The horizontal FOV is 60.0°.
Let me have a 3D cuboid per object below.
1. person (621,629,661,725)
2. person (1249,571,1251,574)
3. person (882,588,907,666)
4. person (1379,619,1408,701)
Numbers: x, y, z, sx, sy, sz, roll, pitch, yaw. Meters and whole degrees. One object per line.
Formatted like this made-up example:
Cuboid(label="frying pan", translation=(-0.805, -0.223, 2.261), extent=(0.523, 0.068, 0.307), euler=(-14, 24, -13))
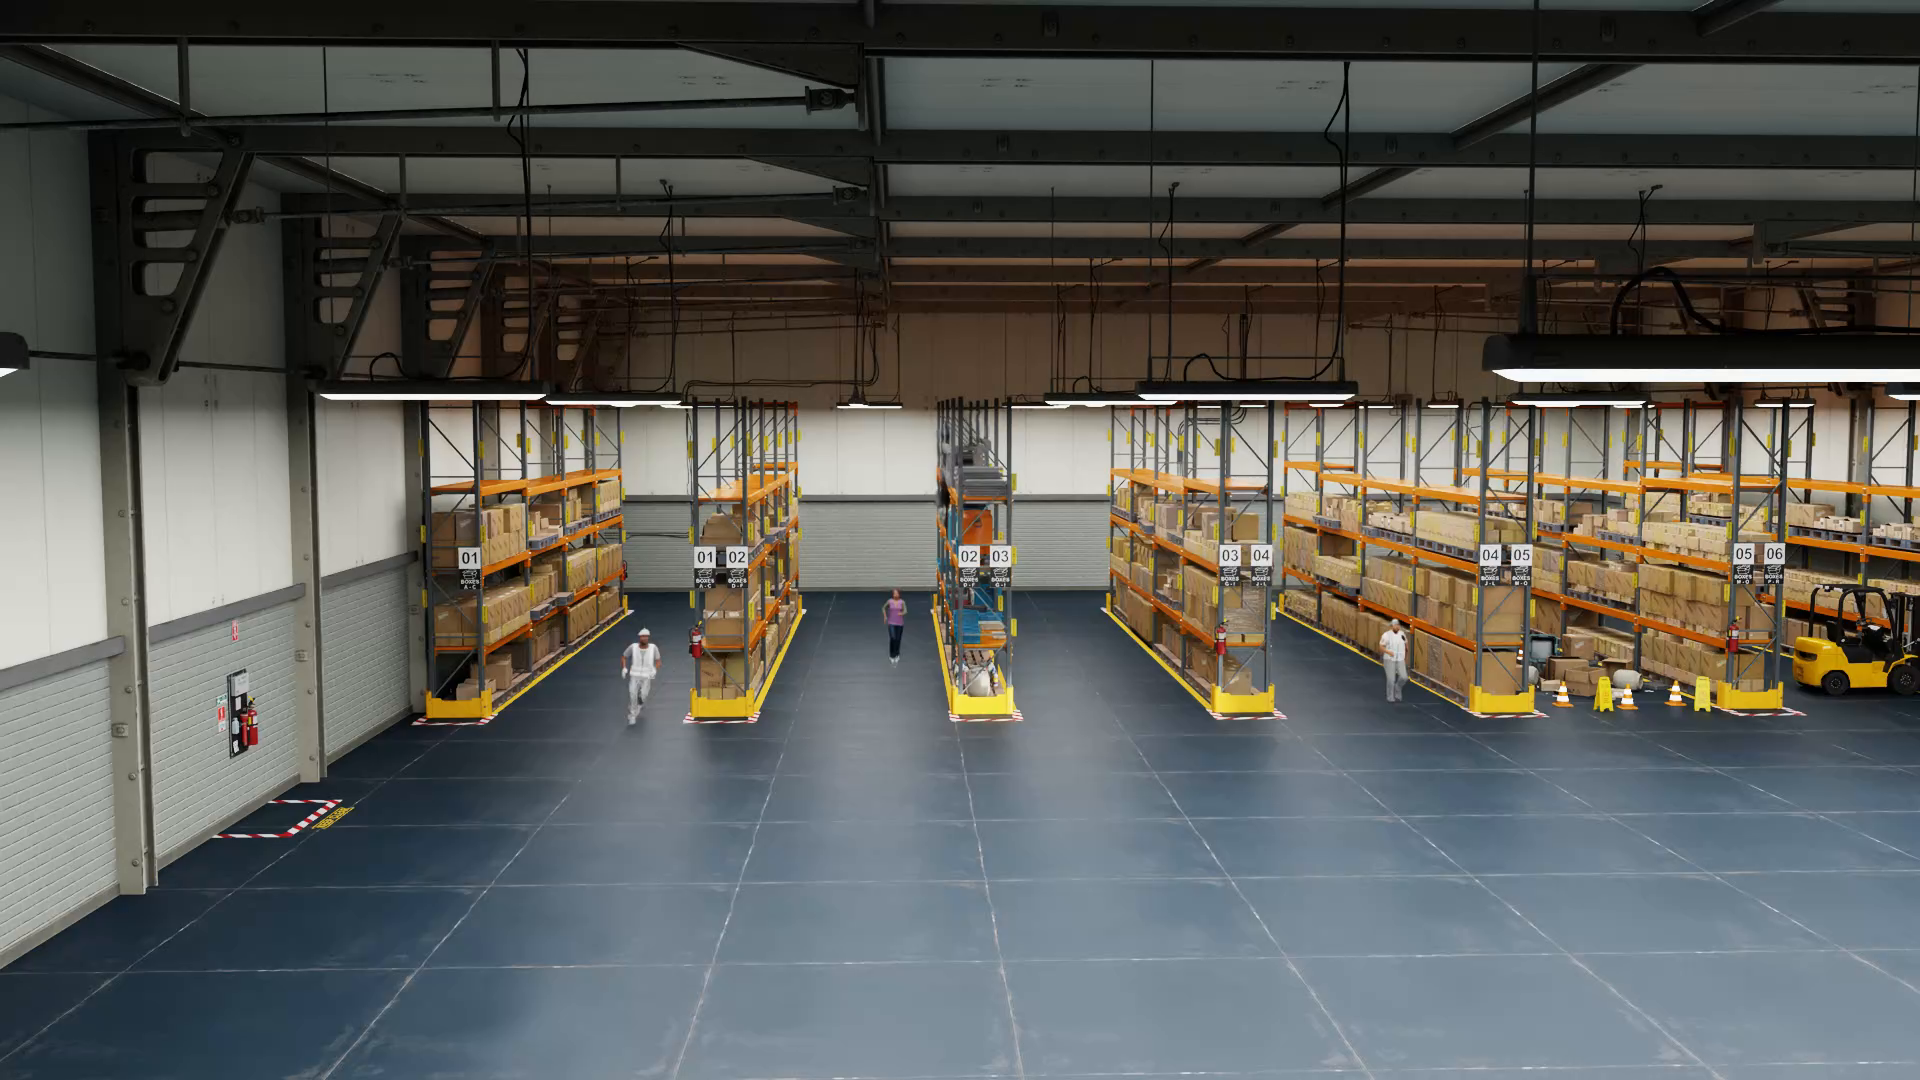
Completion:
Cuboid(label="person", translation=(-5.878, 2.506, 30.643), extent=(0.727, 1.724, 0.726), euler=(-1, 5, -13))
Cuboid(label="person", translation=(8.759, 1.125, 48.905), extent=(0.683, 1.695, 0.797), euler=(0, 4, -2))
Cuboid(label="person", translation=(-1.392, 1.861, 35.871), extent=(0.503, 1.641, 0.672), euler=(-1, 4, -11))
Cuboid(label="person", translation=(8.576, 2.372, 32.780), extent=(0.615, 1.632, 0.573), euler=(0, 4, -4))
